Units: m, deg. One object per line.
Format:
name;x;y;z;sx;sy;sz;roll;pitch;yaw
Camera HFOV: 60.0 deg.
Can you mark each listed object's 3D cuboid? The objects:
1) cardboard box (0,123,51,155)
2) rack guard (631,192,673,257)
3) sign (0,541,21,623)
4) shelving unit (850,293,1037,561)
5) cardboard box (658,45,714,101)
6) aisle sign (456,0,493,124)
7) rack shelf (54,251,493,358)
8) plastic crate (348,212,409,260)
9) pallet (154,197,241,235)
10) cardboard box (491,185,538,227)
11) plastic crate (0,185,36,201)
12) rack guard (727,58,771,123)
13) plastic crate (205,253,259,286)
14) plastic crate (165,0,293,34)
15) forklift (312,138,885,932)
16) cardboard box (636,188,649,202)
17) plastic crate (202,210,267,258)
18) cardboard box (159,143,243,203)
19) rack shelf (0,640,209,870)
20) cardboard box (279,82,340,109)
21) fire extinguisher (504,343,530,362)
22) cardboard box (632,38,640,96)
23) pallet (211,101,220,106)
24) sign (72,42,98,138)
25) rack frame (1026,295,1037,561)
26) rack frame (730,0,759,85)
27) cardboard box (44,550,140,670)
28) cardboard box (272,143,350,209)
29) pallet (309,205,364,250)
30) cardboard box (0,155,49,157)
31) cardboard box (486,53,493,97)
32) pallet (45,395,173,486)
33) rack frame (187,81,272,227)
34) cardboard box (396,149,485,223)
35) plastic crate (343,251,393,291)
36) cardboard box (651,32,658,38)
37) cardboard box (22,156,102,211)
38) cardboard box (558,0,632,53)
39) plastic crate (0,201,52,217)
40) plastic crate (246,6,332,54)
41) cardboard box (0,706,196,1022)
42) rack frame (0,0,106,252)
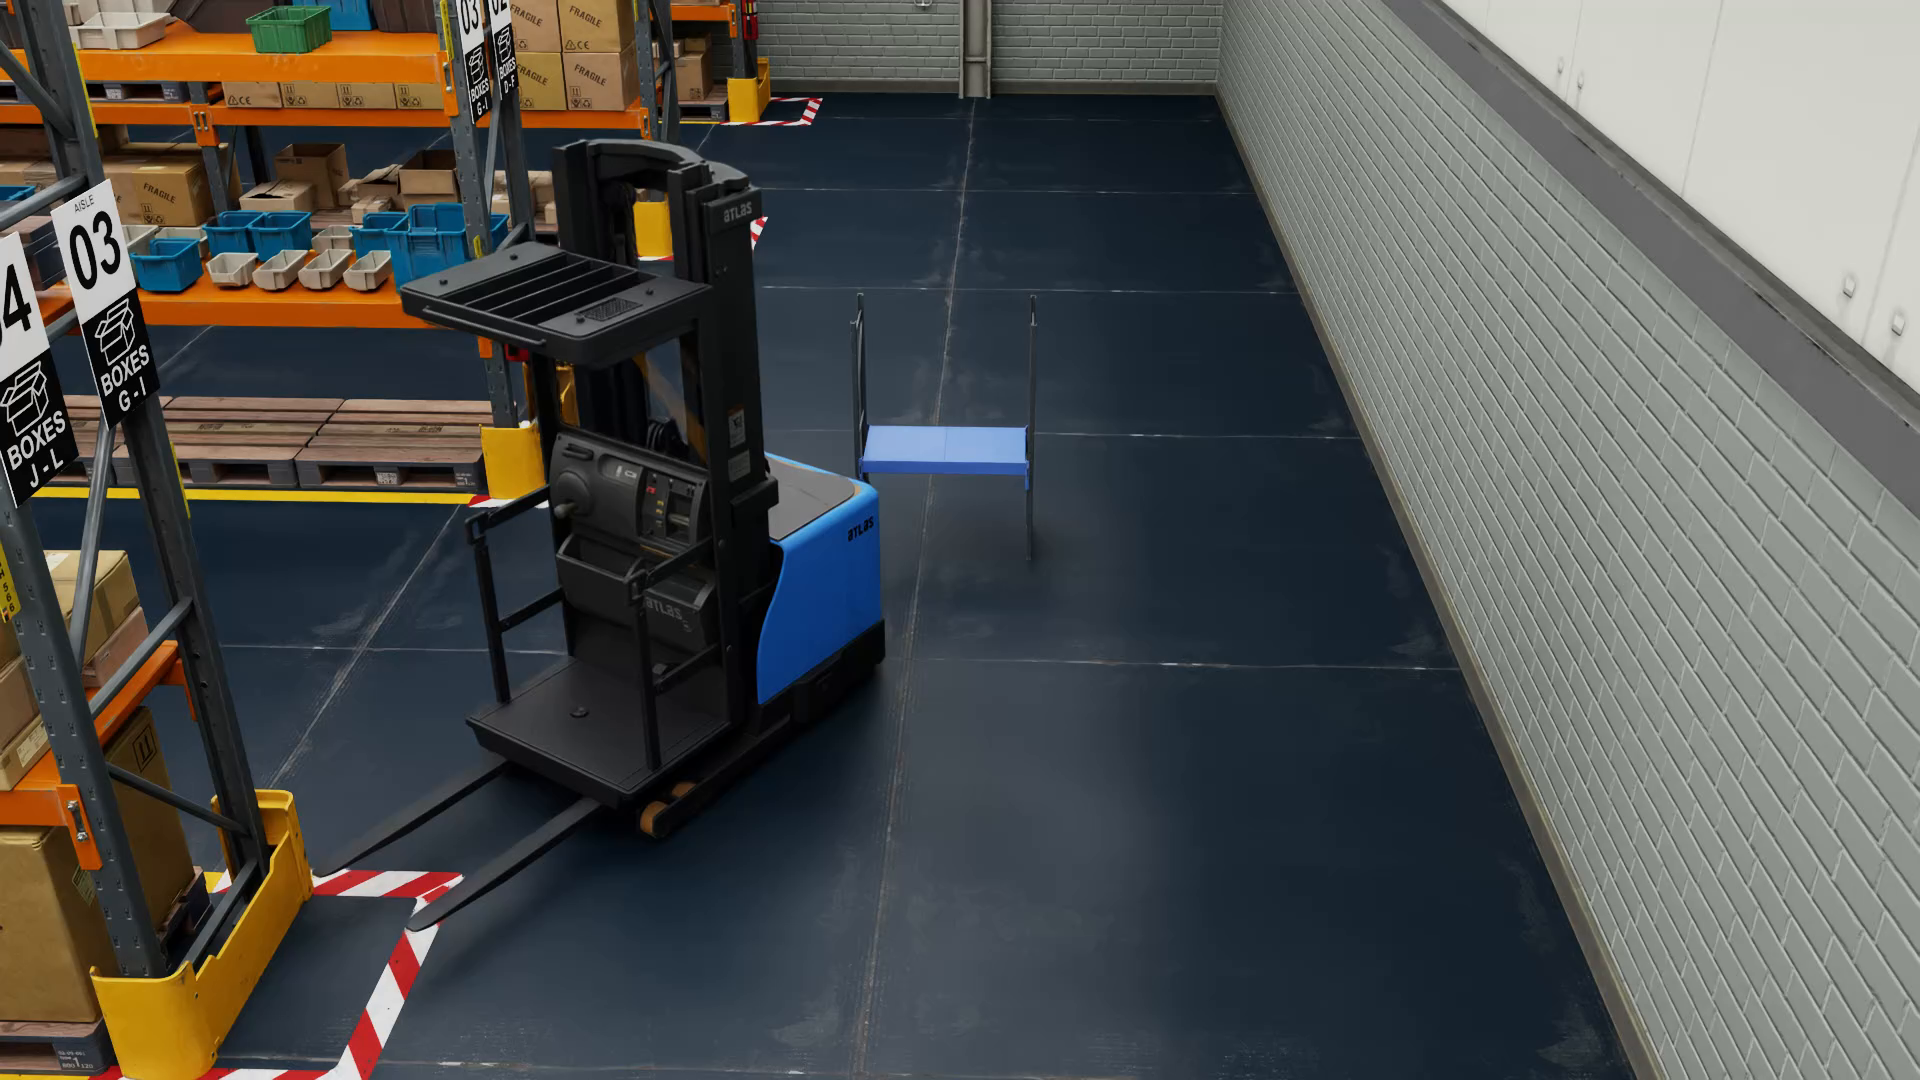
cardboard box;-8.683;-3.806;15.625;0.500;0.250;0.500;0;28;1
rack guard;-2.786;-3.069;15.505;0.348;0.500;1.175;1;28;2
sign;-3.097;0.103;5.365;0.005;0.325;0.100;1;28;2
shelving unit;-0.085;-0.664;9.901;1.048;1.500;0.538;1;28;2
cardboard box;-3.242;-5.536;19.712;0.500;0.500;0.700;1;28;2
aisle sign;-2.827;-2.864;9.674;0.004;0.787;0.394;1;28;2
rack shelf;-4.888;-1.569;10.774;4.000;0.370;1.077;1;28;2
plastic crate;-3.782;-1.975;10.888;0.300;0.233;0.416;1;28;2
pallet;-7.522;-3.002;15.687;1.213;0.211;1.003;1;28;2
cardboard box;-4.211;-3.075;15.314;0.500;0.250;0.500;1;28;2
plastic crate;-6.408;-2.091;10.945;0.575;0.384;0.392;1;28;2
rack guard;-2.515;-5.386;19.876;0.348;0.500;1.175;1;28;2
plastic crate;-4.575;-1.693;10.459;0.250;0.136;0.298;1;28;2
plastic crate;-4.406;-3.305;10.146;0.767;0.338;0.504;1;28;2
forklift;-1.644;-0.178;7.456;1.130;2.935;3.031;18;33;30
cardboard box;-3.117;-3.274;15.798;0.250;0.149;0.380;1;28;2
plastic crate;-4.740;-1.991;10.917;0.300;0.233;0.416;1;28;2
cardboard box;-7.183;-3.450;15.755;0.500;0.500;0.500;0;28;-1
rack shelf;-5.062;0.750;6.401;4.000;0.370;1.077;1;28;2
cardboard box;-5.696;-4.139;14.749;0.500;0.500;0.500;1;28;3
fire extinguisher;-2.754;-1.439;10.243;0.183;0.674;0.296;1;28;2
cardboard box;-3.144;-4.347;15.140;0.500;0.500;0.500;2;28;3
pallet;-8.533;-5.321;20.062;1.213;0.211;1.003;1;28;2
sign;-3.038;-1.541;5.734;0.005;0.325;0.100;1;28;2
rack frame;0.423;-0.656;9.886;0.032;1.500;0.500;1;28;2
rack frame;-2.539;-6.491;19.291;0.127;3.000;1.000;1;28;2
cardboard box;-3.534;0.266;6.389;0.500;0.250;0.500;0;28;0
cardboard box;-6.128;-3.451;15.757;0.500;0.500;0.500;1;28;2
pallet;-6.021;-2.994;15.673;1.213;0.211;1.003;1;28;2
cardboard box;-8.720;-3.474;15.800;0.500;0.500;0.500;0;28;0
cardboard box;-4.184;-4.114;14.701;0.500;0.500;0.500;1;28;2
pallet;-6.150;-0.693;11.333;1.213;0.211;1.003;1;28;2
rack frame;-6.708;-4.238;15.042;0.127;3.000;1.000;1;28;2
cardboard box;-4.830;-3.301;15.469;0.637;0.503;0.797;1;28;2
plastic crate;-3.710;-1.692;10.457;0.243;0.136;0.396;1;28;2
cardboard box;-3.617;-5.923;19.748;0.250;0.149;0.380;1;28;2
cardboard box;-8.206;-3.222;15.325;0.500;0.500;0.500;1;28;2
cardboard box;-3.165;-4.536;14.431;0.500;0.500;0.500;1;28;1
plastic crate;-6.003;-1.842;10.390;0.583;0.464;0.402;1;28;2
plastic crate;-3.885;-2.968;9.669;0.336;0.188;0.450;1;28;2
cardboard box;-3.706;1.245;6.519;0.875;0.875;0.875;1;28;2
rack frame;-3.064;-2.186;4.765;0.127;3.000;1.000;1;28;2
